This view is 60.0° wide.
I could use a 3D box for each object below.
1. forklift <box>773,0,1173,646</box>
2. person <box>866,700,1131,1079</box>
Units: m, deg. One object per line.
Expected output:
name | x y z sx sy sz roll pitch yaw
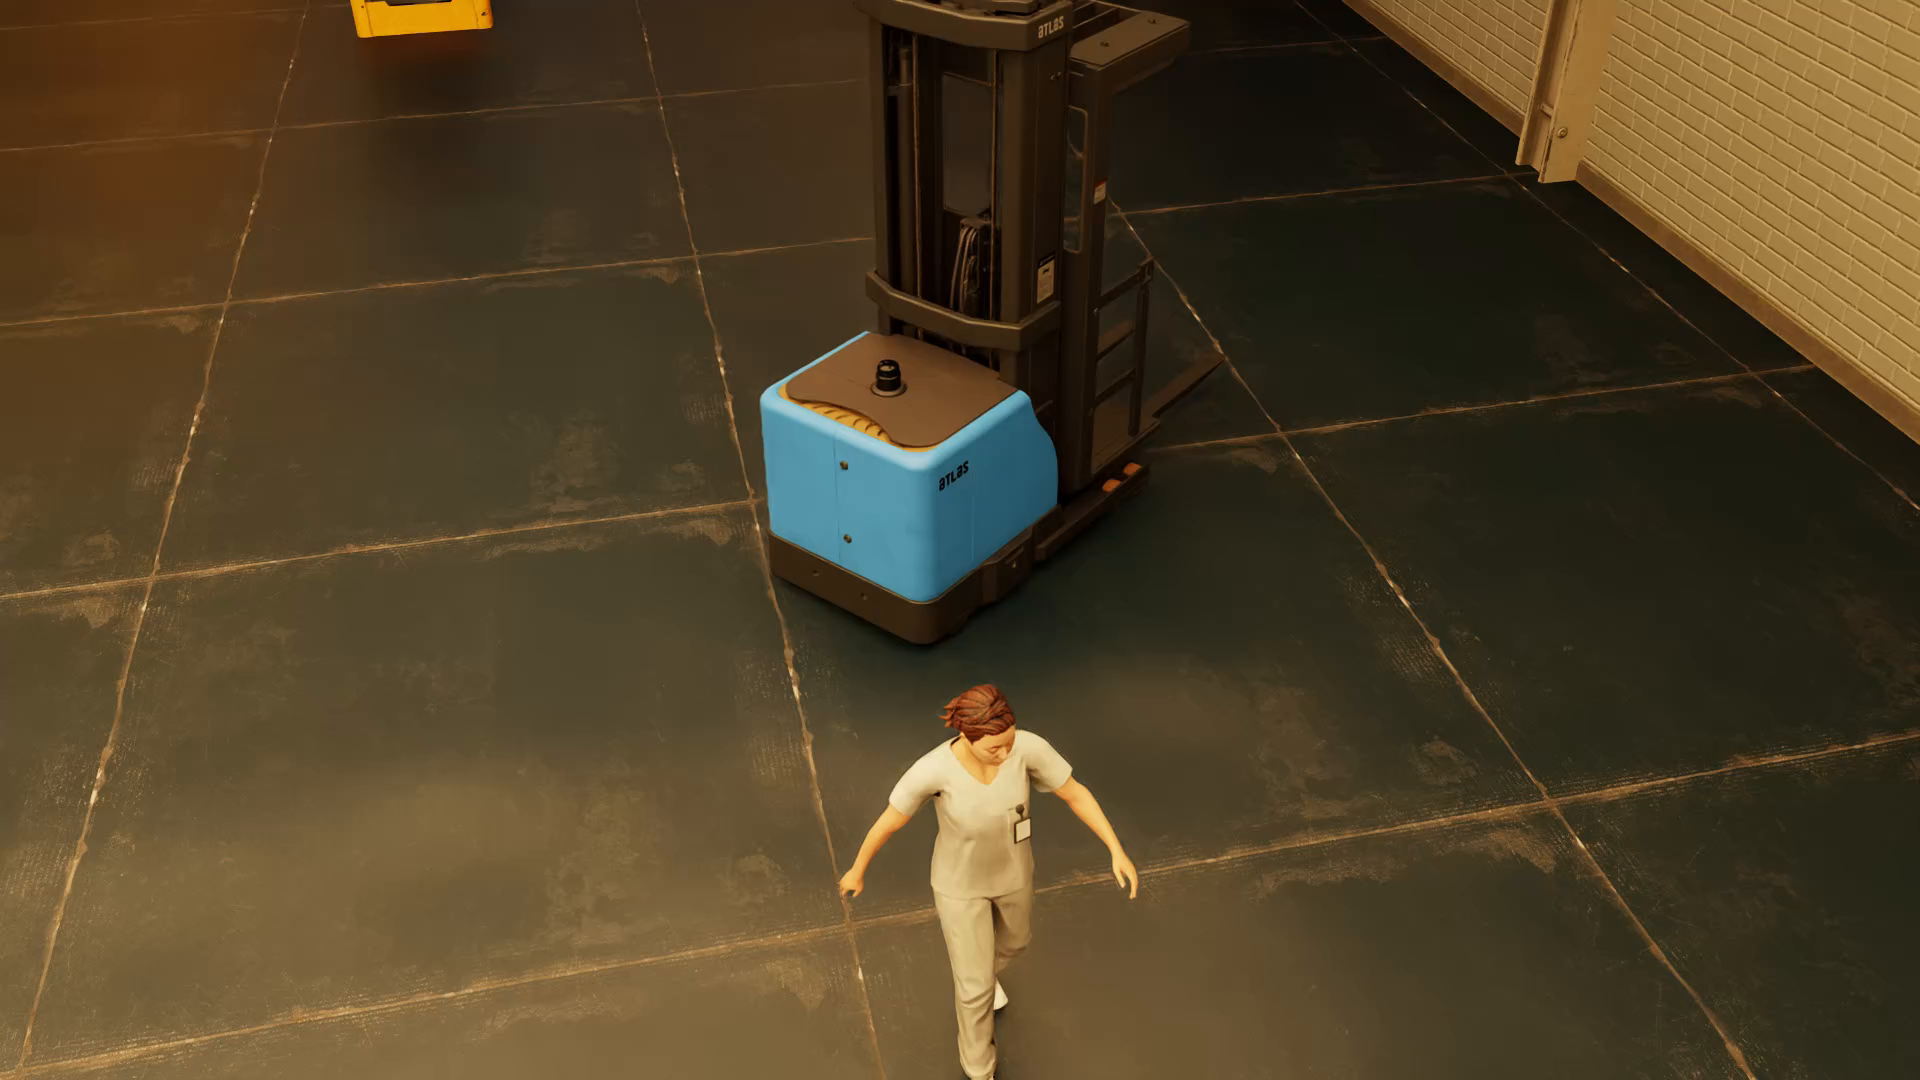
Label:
forklift | 0.264 -1.541 8.191 1.130 2.935 3.031 17 39 22
person | 0.092 1.172 5.518 0.755 1.660 0.665 -15 38 -20
